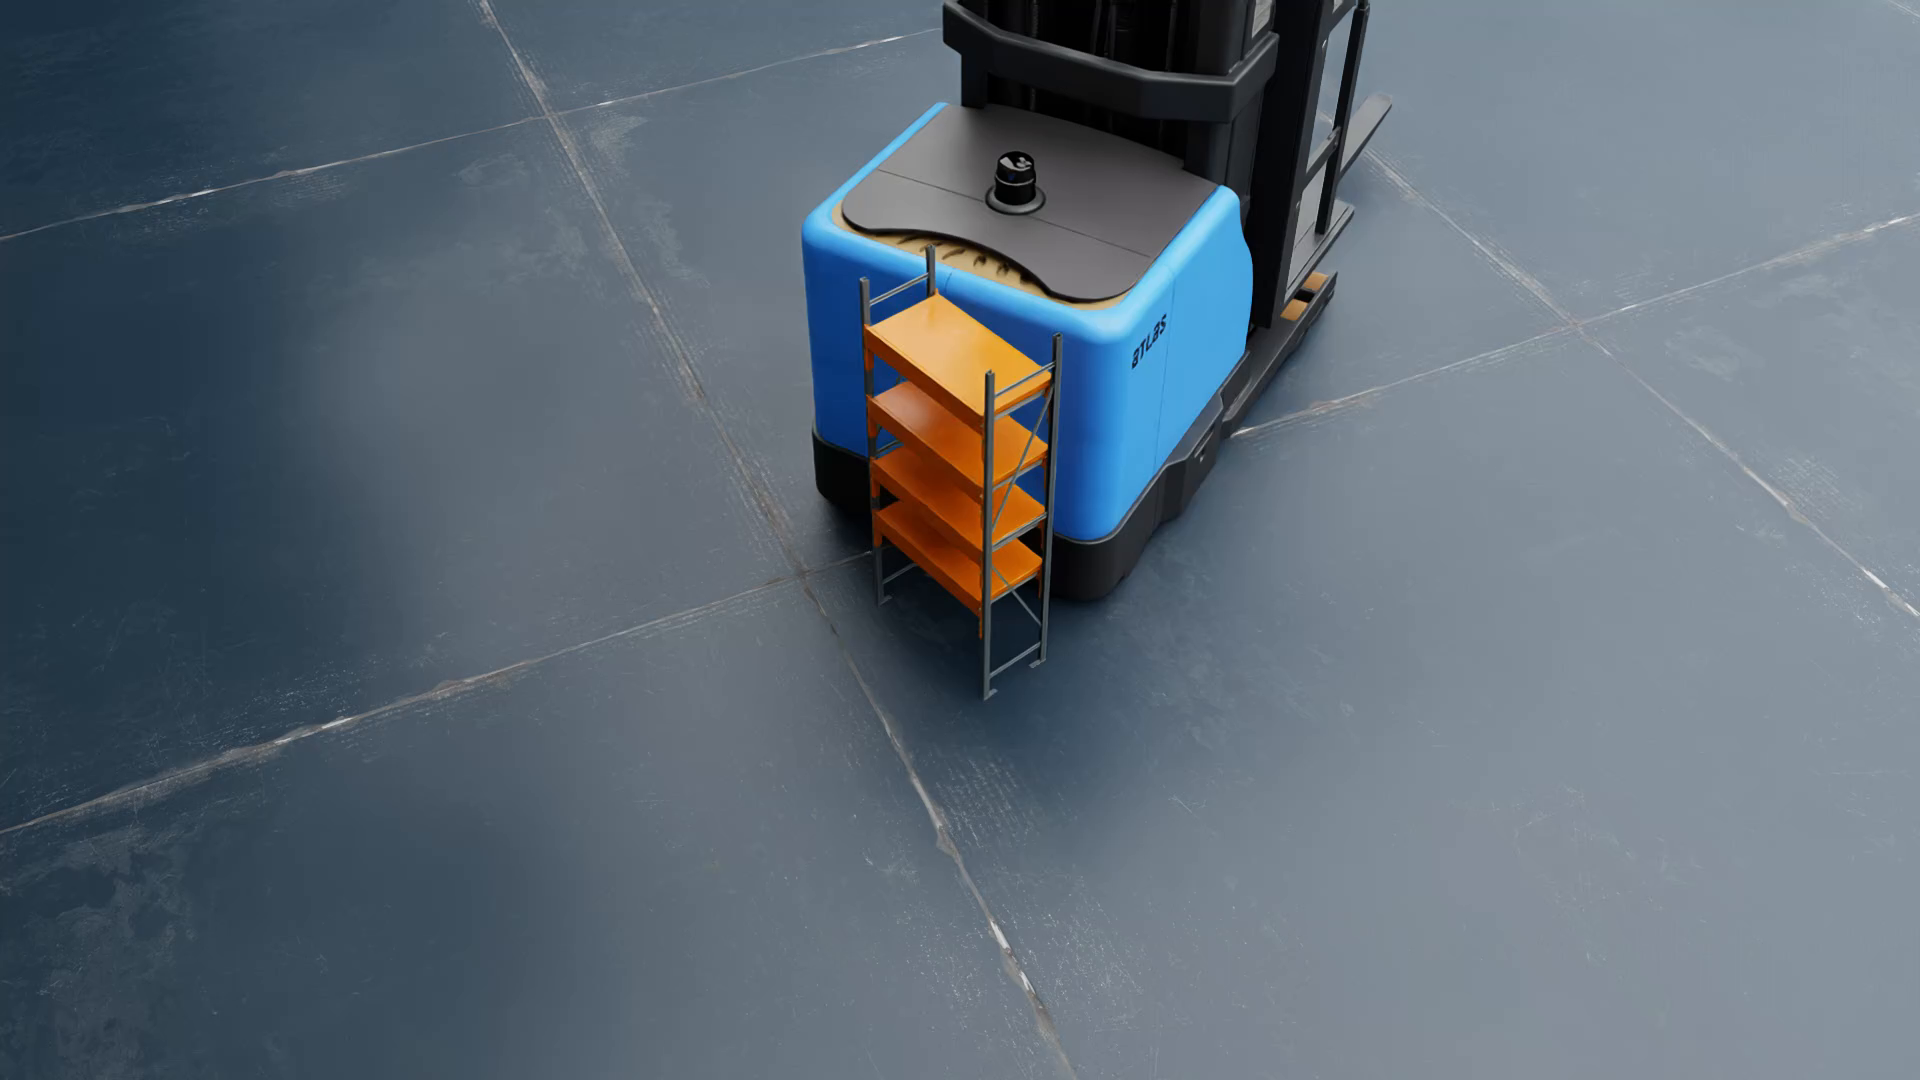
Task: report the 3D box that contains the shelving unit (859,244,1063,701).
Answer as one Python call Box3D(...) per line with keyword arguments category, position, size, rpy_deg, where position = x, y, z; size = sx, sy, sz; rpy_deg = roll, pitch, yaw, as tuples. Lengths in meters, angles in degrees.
Box3D(category="shelving unit", position=(-0.003, -0.152, 4.550), size=(0.258, 1.200, 0.503), rpy_deg=(-31, 52, -27))

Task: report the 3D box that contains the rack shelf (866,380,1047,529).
Box3D(category="rack shelf", position=(-0.003, -0.263, 4.440), size=(0.258, 0.148, 0.480), rpy_deg=(-31, 52, -27))

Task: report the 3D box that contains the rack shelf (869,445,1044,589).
Box3D(category="rack shelf", position=(-0.003, -0.104, 4.597), size=(0.258, 0.148, 0.480), rpy_deg=(-31, 52, -27))

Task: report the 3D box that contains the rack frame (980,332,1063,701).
Box3D(category="rack frame", position=(0.155, -0.021, 4.417), size=(0.240, 1.200, 0.015), rpy_deg=(-31, 52, -27))

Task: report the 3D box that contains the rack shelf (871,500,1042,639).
Box3D(category="rack shelf", position=(-0.003, 0.037, 4.737), size=(0.258, 0.148, 0.480), rpy_deg=(-31, 52, -27))

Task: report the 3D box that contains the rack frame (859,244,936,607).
Box3D(category="rack frame", position=(-0.160, -0.283, 4.683), size=(0.240, 1.200, 0.015), rpy_deg=(-31, 52, -27))

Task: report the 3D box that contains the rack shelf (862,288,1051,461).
Box3D(category="rack shelf", position=(-0.003, -0.432, 4.274), size=(0.258, 0.148, 0.480), rpy_deg=(-31, 52, -27))

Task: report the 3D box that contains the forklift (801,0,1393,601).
Box3D(category="forklift", position=(0.712, -1.888, 5.076), size=(1.130, 2.935, 3.031), rpy_deg=(22, 49, 21))
